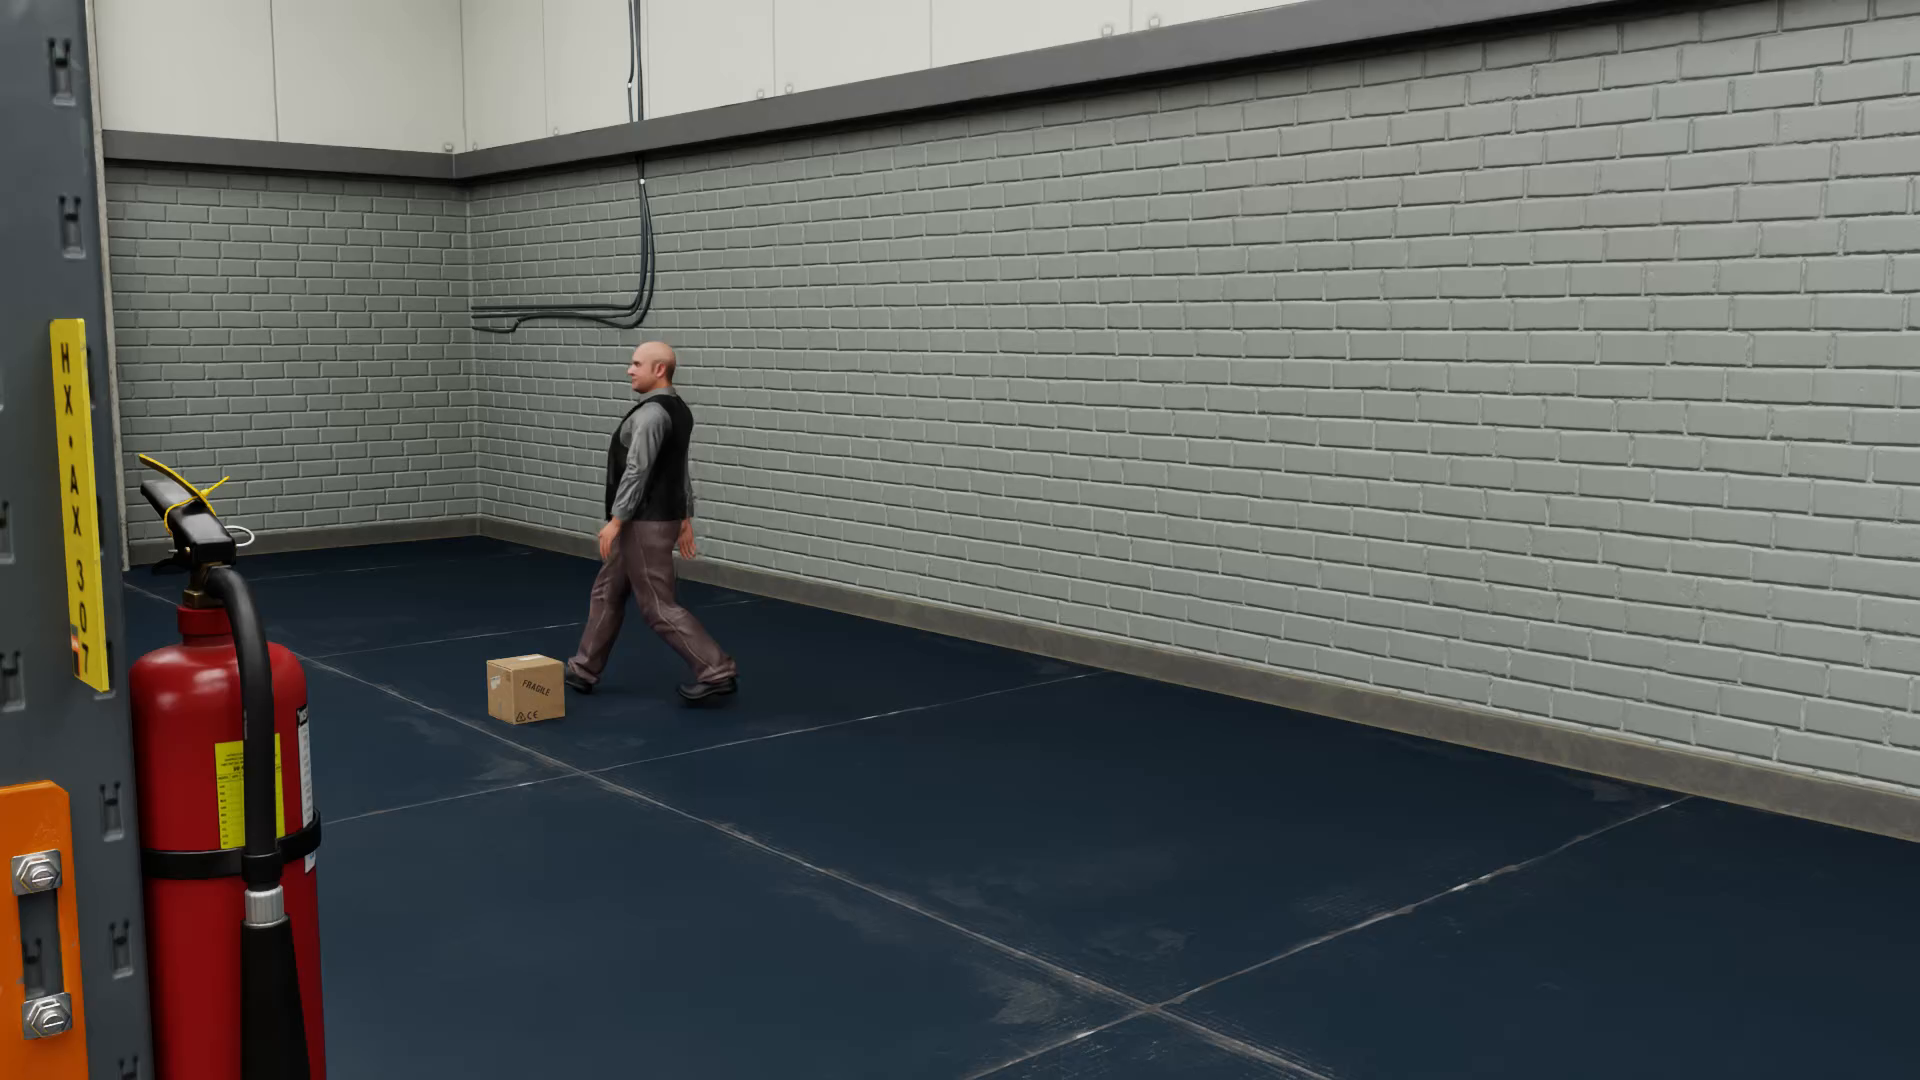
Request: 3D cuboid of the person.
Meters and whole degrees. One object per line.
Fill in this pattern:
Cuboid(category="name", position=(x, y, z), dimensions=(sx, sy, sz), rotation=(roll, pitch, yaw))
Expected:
Cuboid(category="person", position=(-1.520, -0.078, 7.671), dimensions=(1.038, 1.667, 0.563), rotation=(0, 7, 2))
